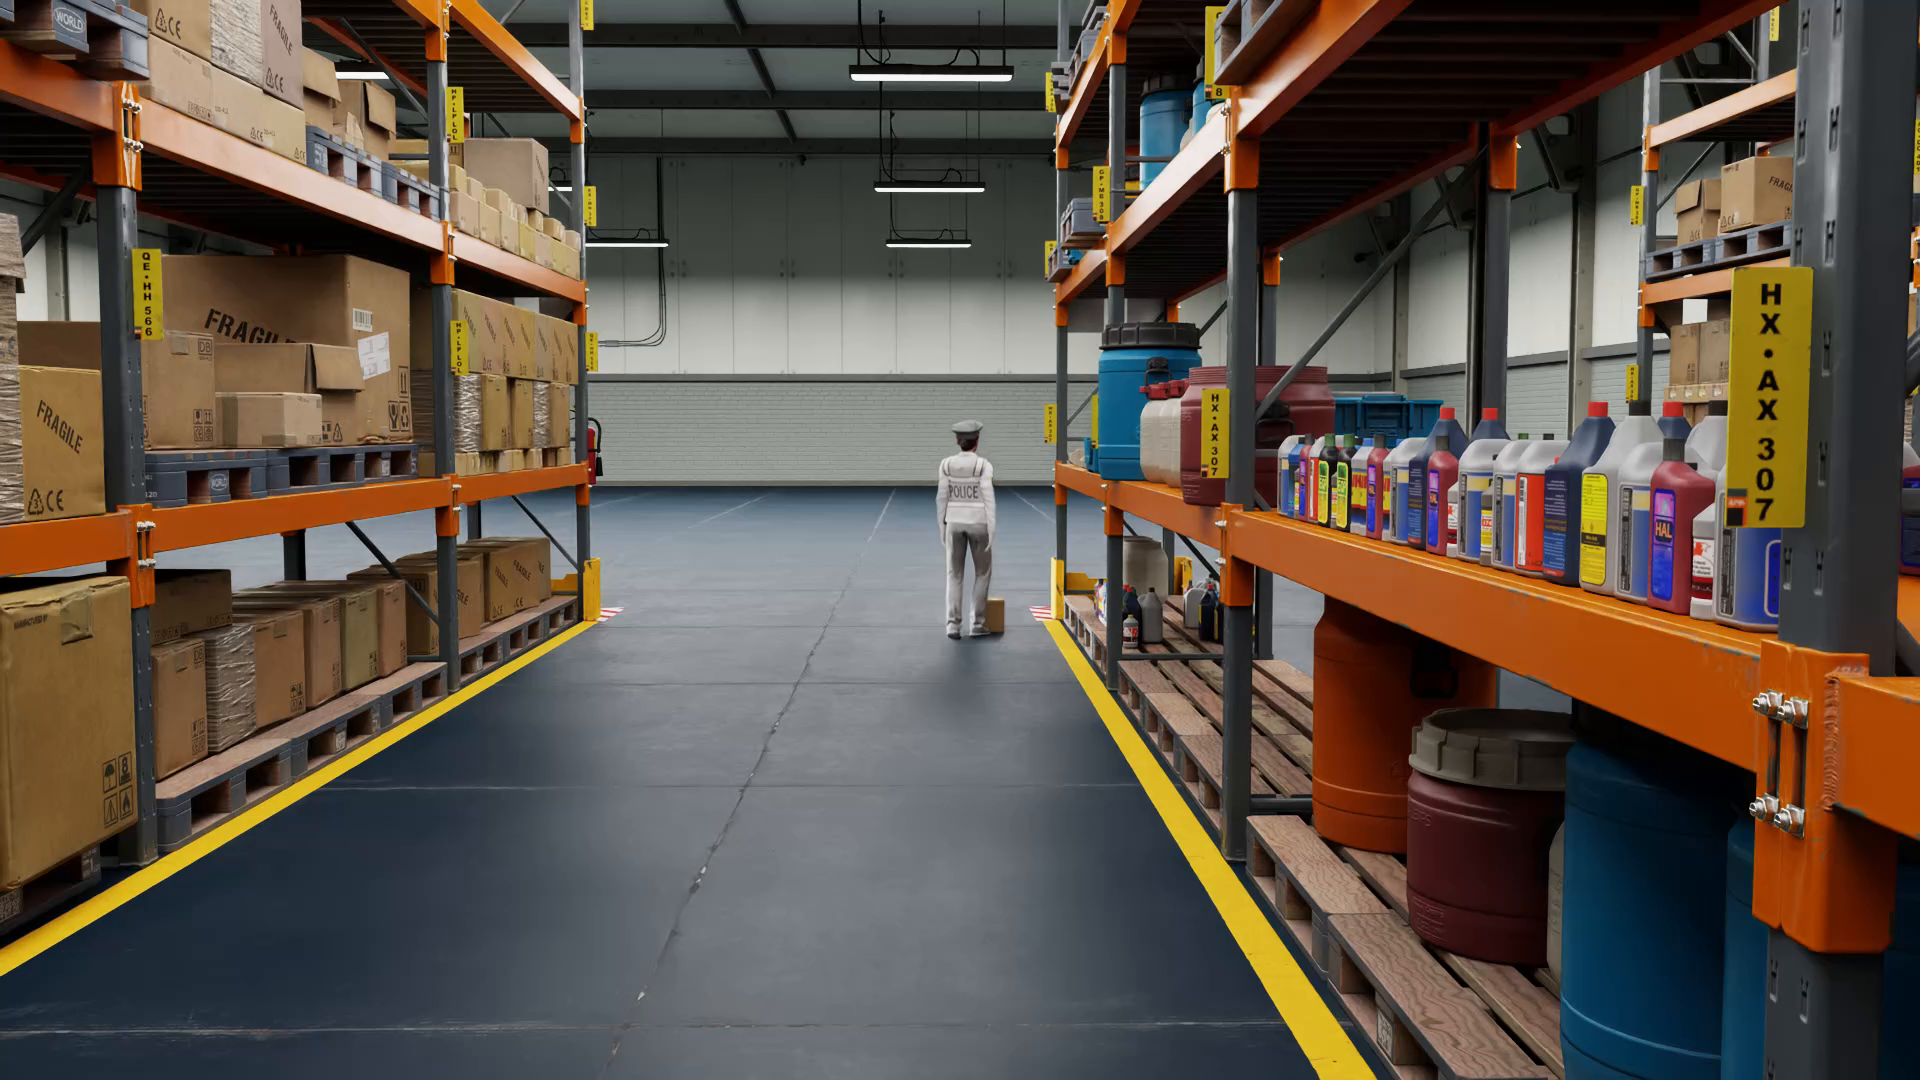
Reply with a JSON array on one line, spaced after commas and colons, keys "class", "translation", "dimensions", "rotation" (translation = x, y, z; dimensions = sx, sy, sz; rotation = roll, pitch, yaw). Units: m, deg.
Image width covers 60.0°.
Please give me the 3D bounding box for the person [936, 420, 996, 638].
[{"class": "person", "translation": [0.059, -0.056, 12.763], "dimensions": [0.489, 1.730, 0.384], "rotation": [1, 4, 20]}]
